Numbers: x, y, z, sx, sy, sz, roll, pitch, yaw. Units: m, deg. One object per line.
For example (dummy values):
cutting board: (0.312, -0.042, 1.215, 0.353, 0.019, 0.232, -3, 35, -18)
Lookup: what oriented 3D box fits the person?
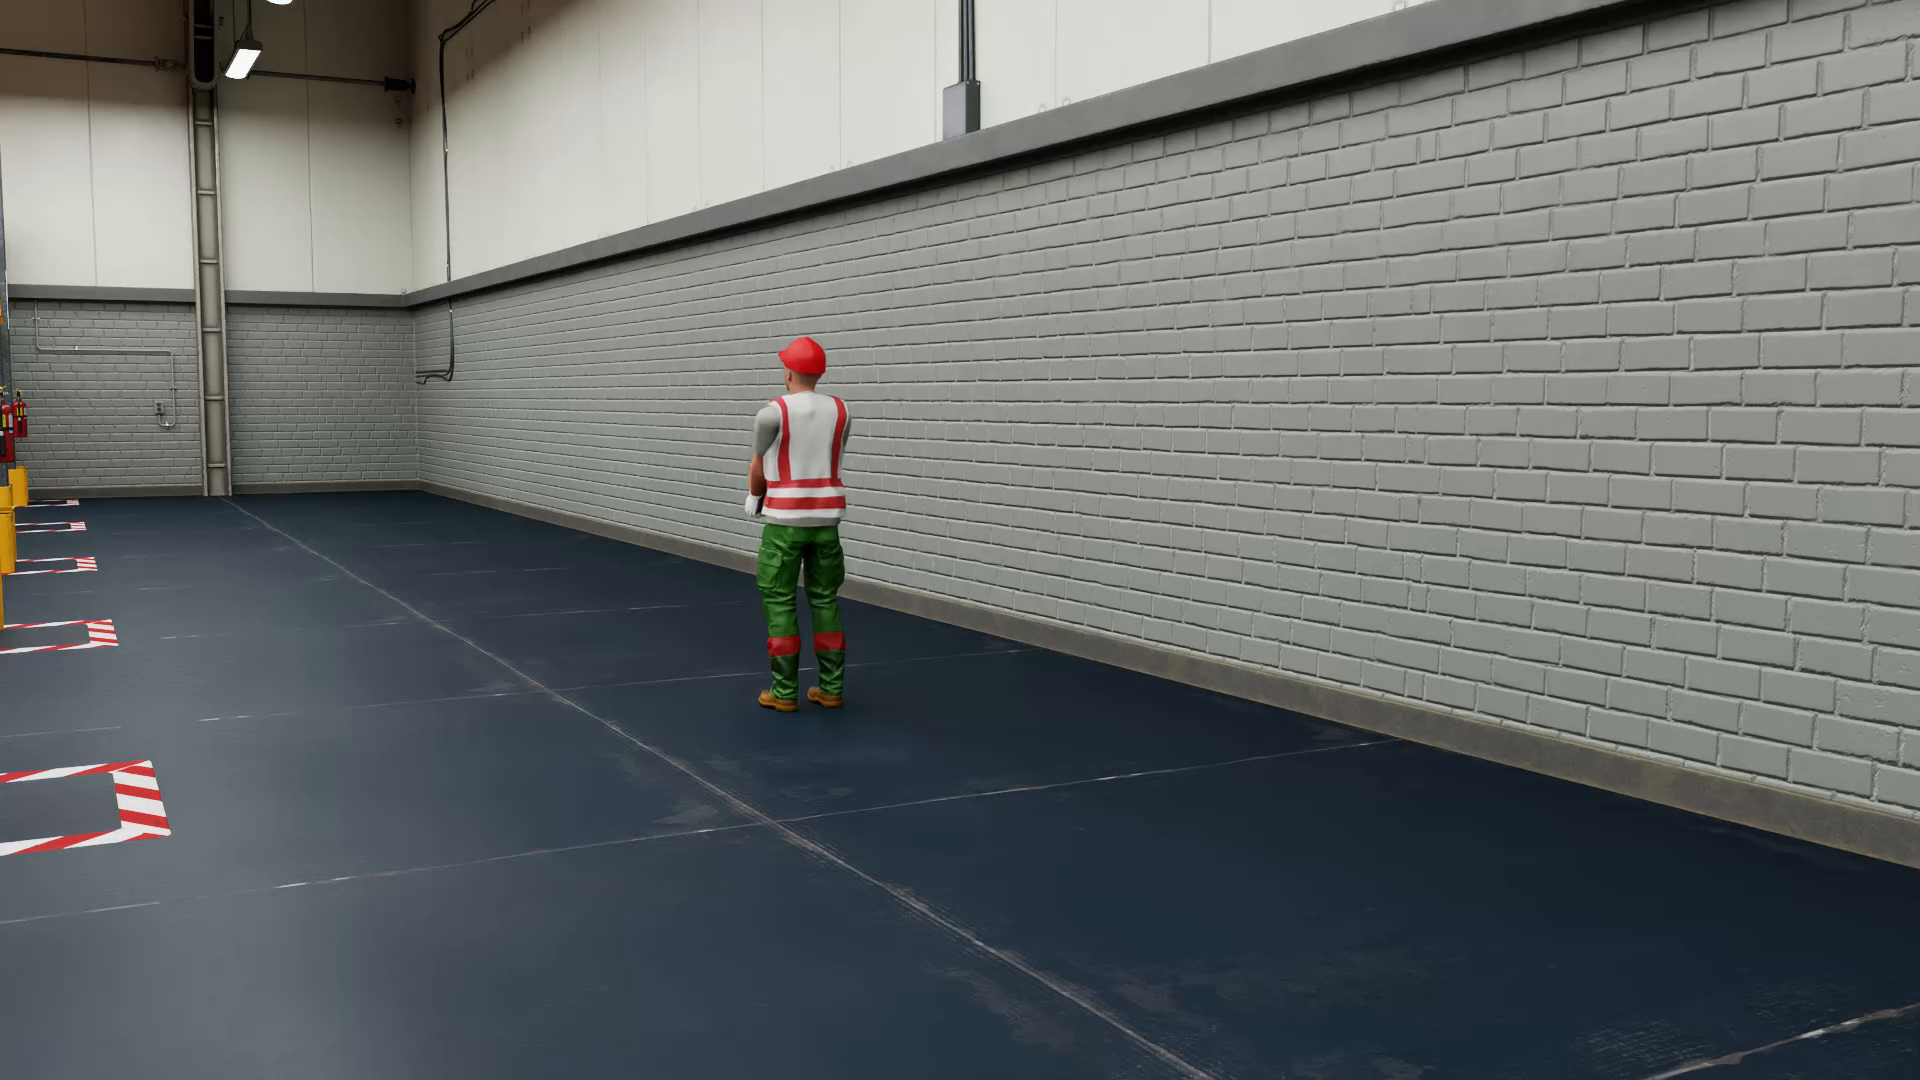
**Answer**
person: (-0.810, -0.085, 8.067, 0.494, 1.782, 0.573, -3, 6, -29)
